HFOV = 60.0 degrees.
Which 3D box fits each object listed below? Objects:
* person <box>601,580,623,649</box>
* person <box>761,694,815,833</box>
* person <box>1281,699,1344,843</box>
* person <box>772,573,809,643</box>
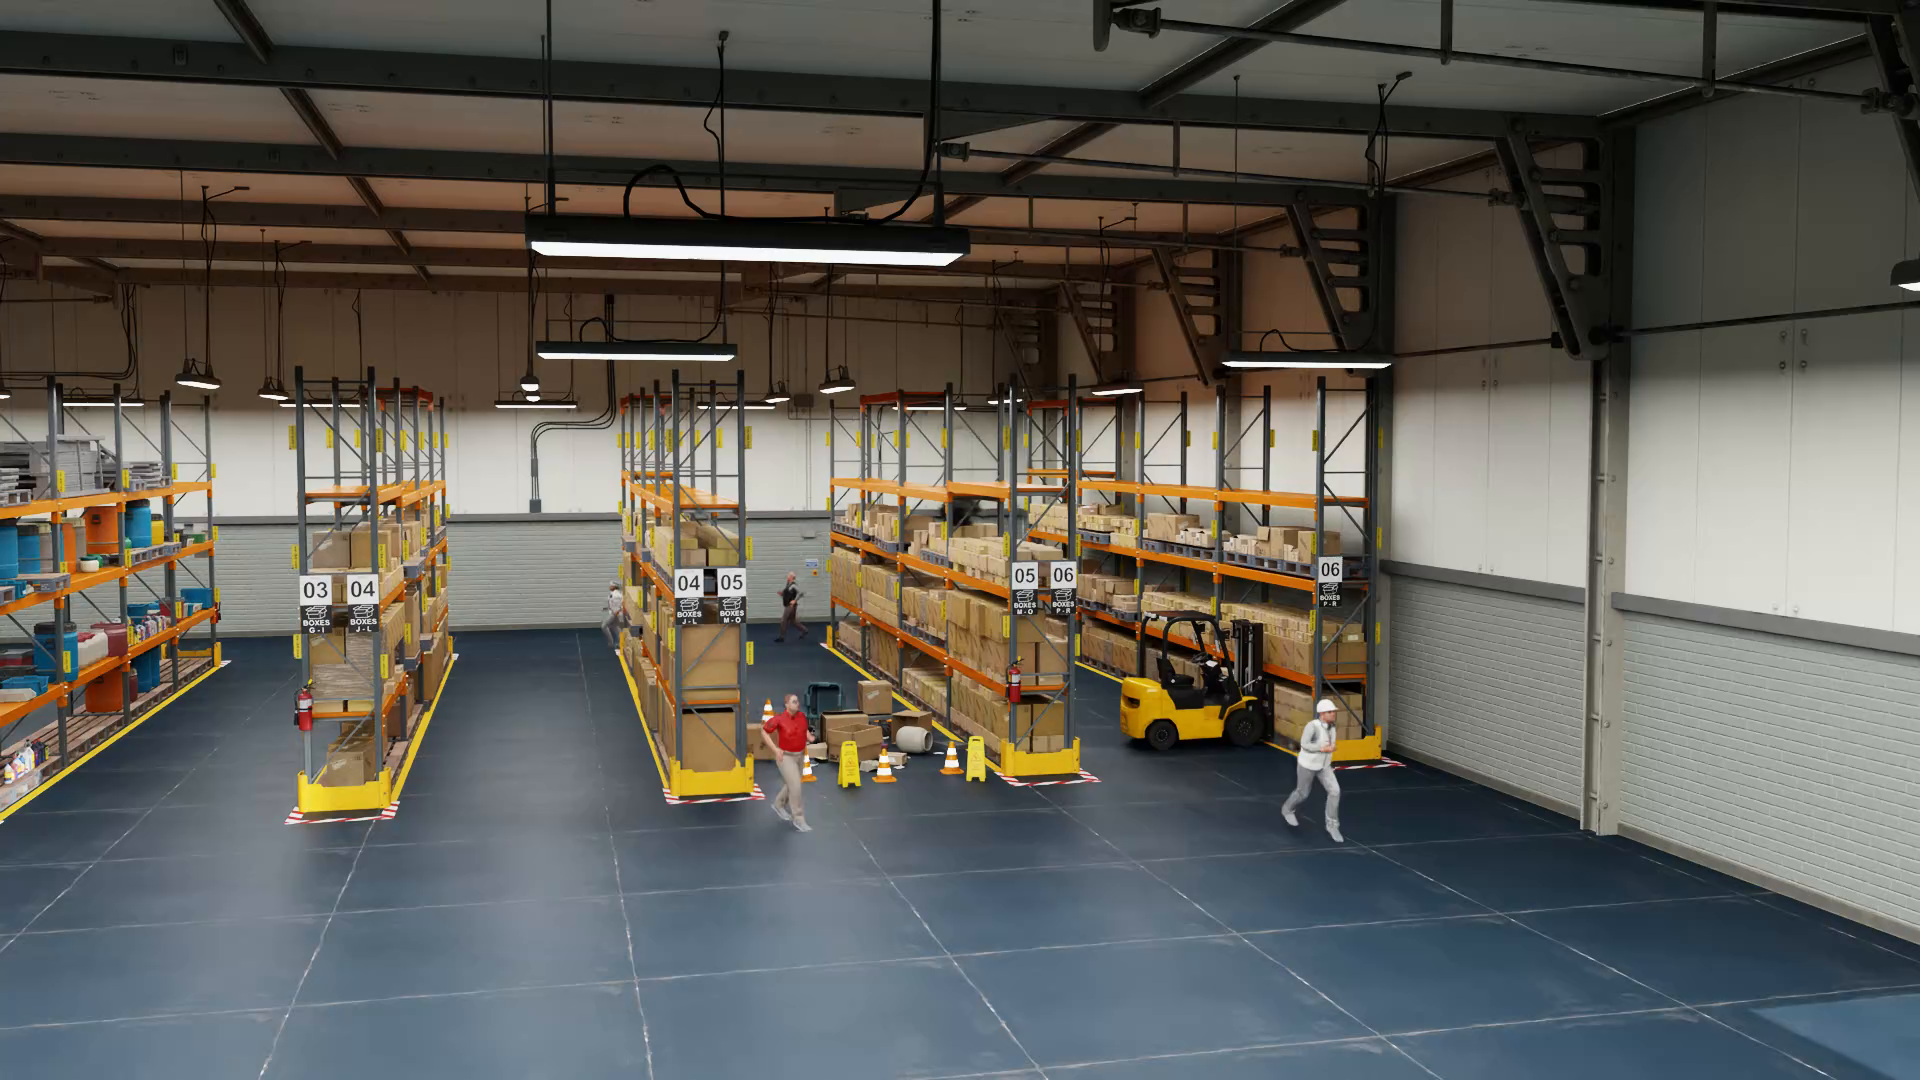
[{"bbox_3d":[-8.312,1.797,40.018,0.663,1.695,0.659,-1,4,-17],"label":"person"},{"bbox_3d":[-2.203,2.862,21.509,0.859,1.769,0.670,3,4,37],"label":"person"},{"bbox_3d":[4.461,2.878,21.073,0.657,1.787,1.013,-2,4,-30],"label":"person"},{"bbox_3d":[-4.191,1.664,41.124,0.956,1.719,0.651,-1,4,-15],"label":"person"}]
